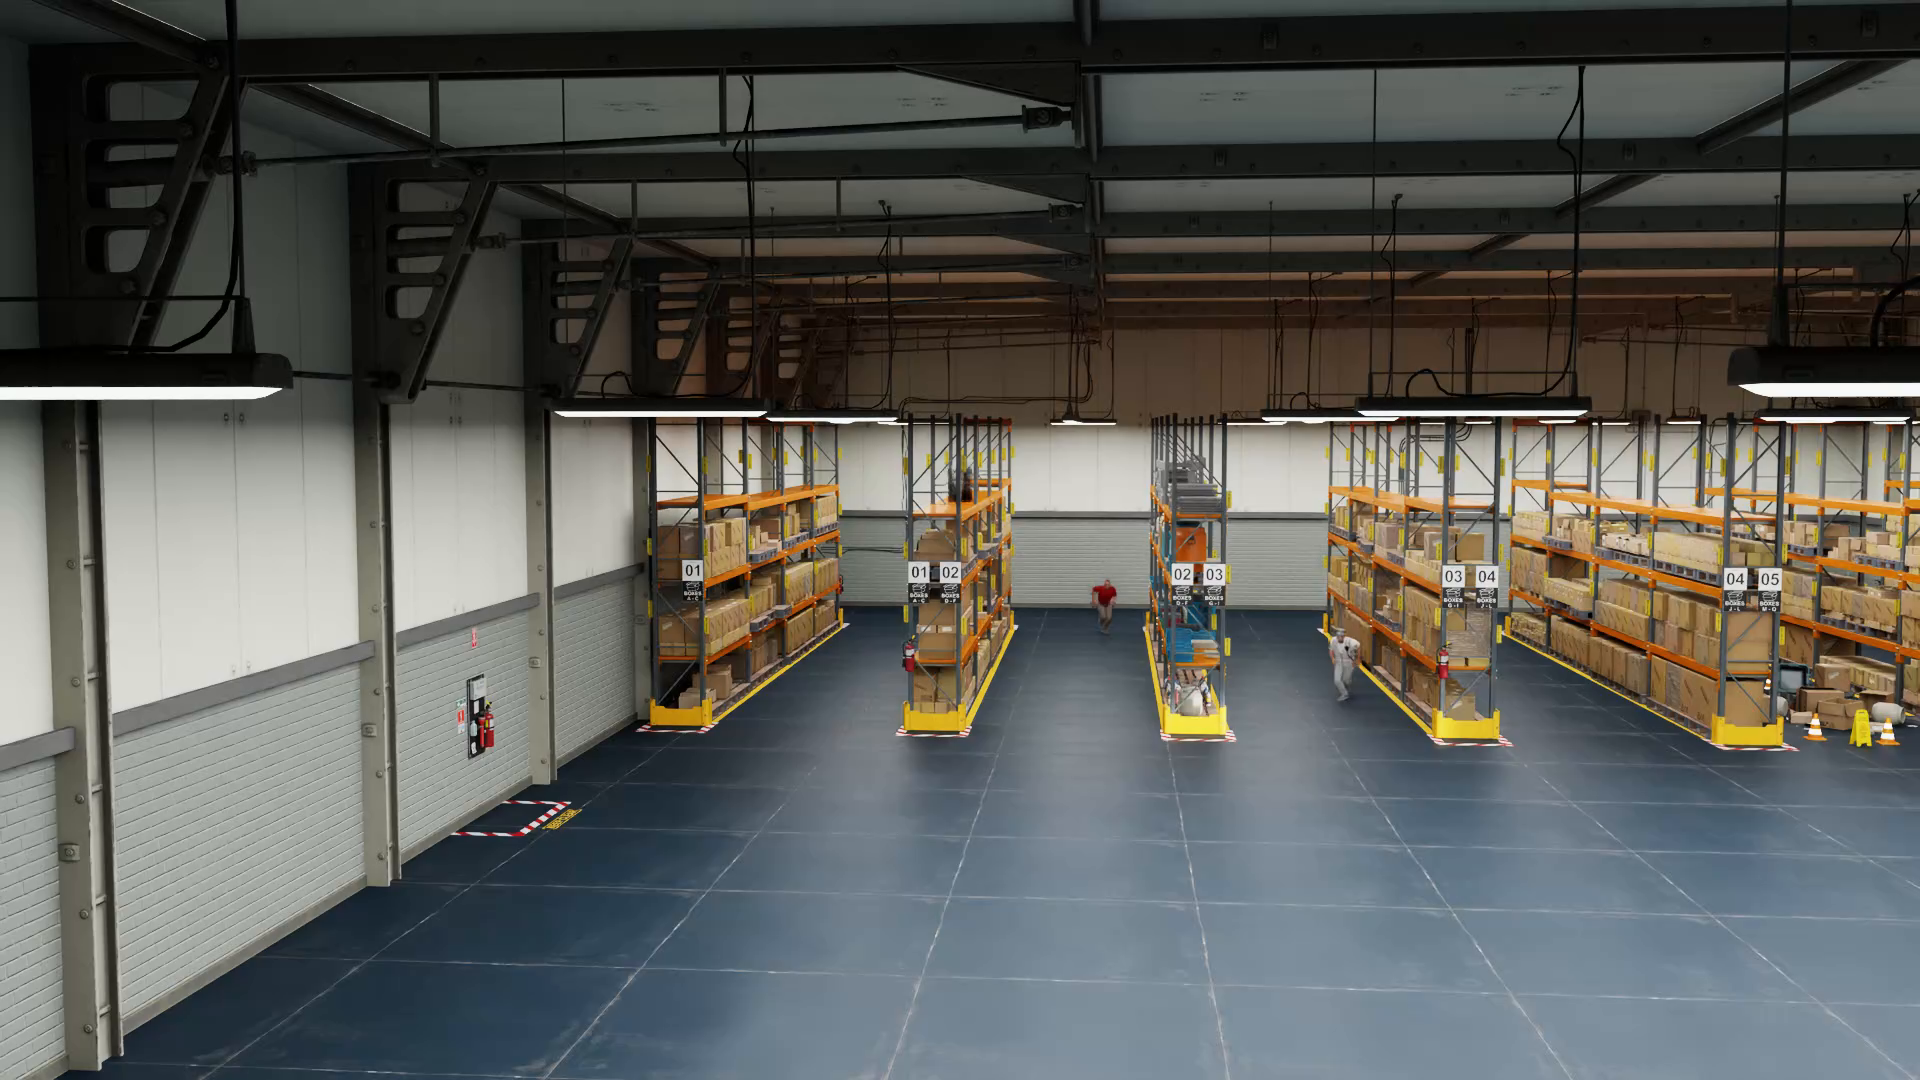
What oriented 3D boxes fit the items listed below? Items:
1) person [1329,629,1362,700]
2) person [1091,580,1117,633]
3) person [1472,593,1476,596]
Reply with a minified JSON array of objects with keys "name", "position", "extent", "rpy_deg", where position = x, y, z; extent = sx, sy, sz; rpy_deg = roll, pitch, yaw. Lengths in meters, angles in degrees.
[{"name":"person","position":[8.104,2.607,34.911],"extent":[0.689,1.558,0.900],"rpy_deg":[2,4,26]},{"name":"person","position":[4.003,1.851,46.198],"extent":[0.686,1.545,0.829],"rpy_deg":[-1,4,-8]},{"name":"person","position":[13.903,1.963,44.389],"extent":[0.590,1.599,0.695],"rpy_deg":[0,4,0]}]
